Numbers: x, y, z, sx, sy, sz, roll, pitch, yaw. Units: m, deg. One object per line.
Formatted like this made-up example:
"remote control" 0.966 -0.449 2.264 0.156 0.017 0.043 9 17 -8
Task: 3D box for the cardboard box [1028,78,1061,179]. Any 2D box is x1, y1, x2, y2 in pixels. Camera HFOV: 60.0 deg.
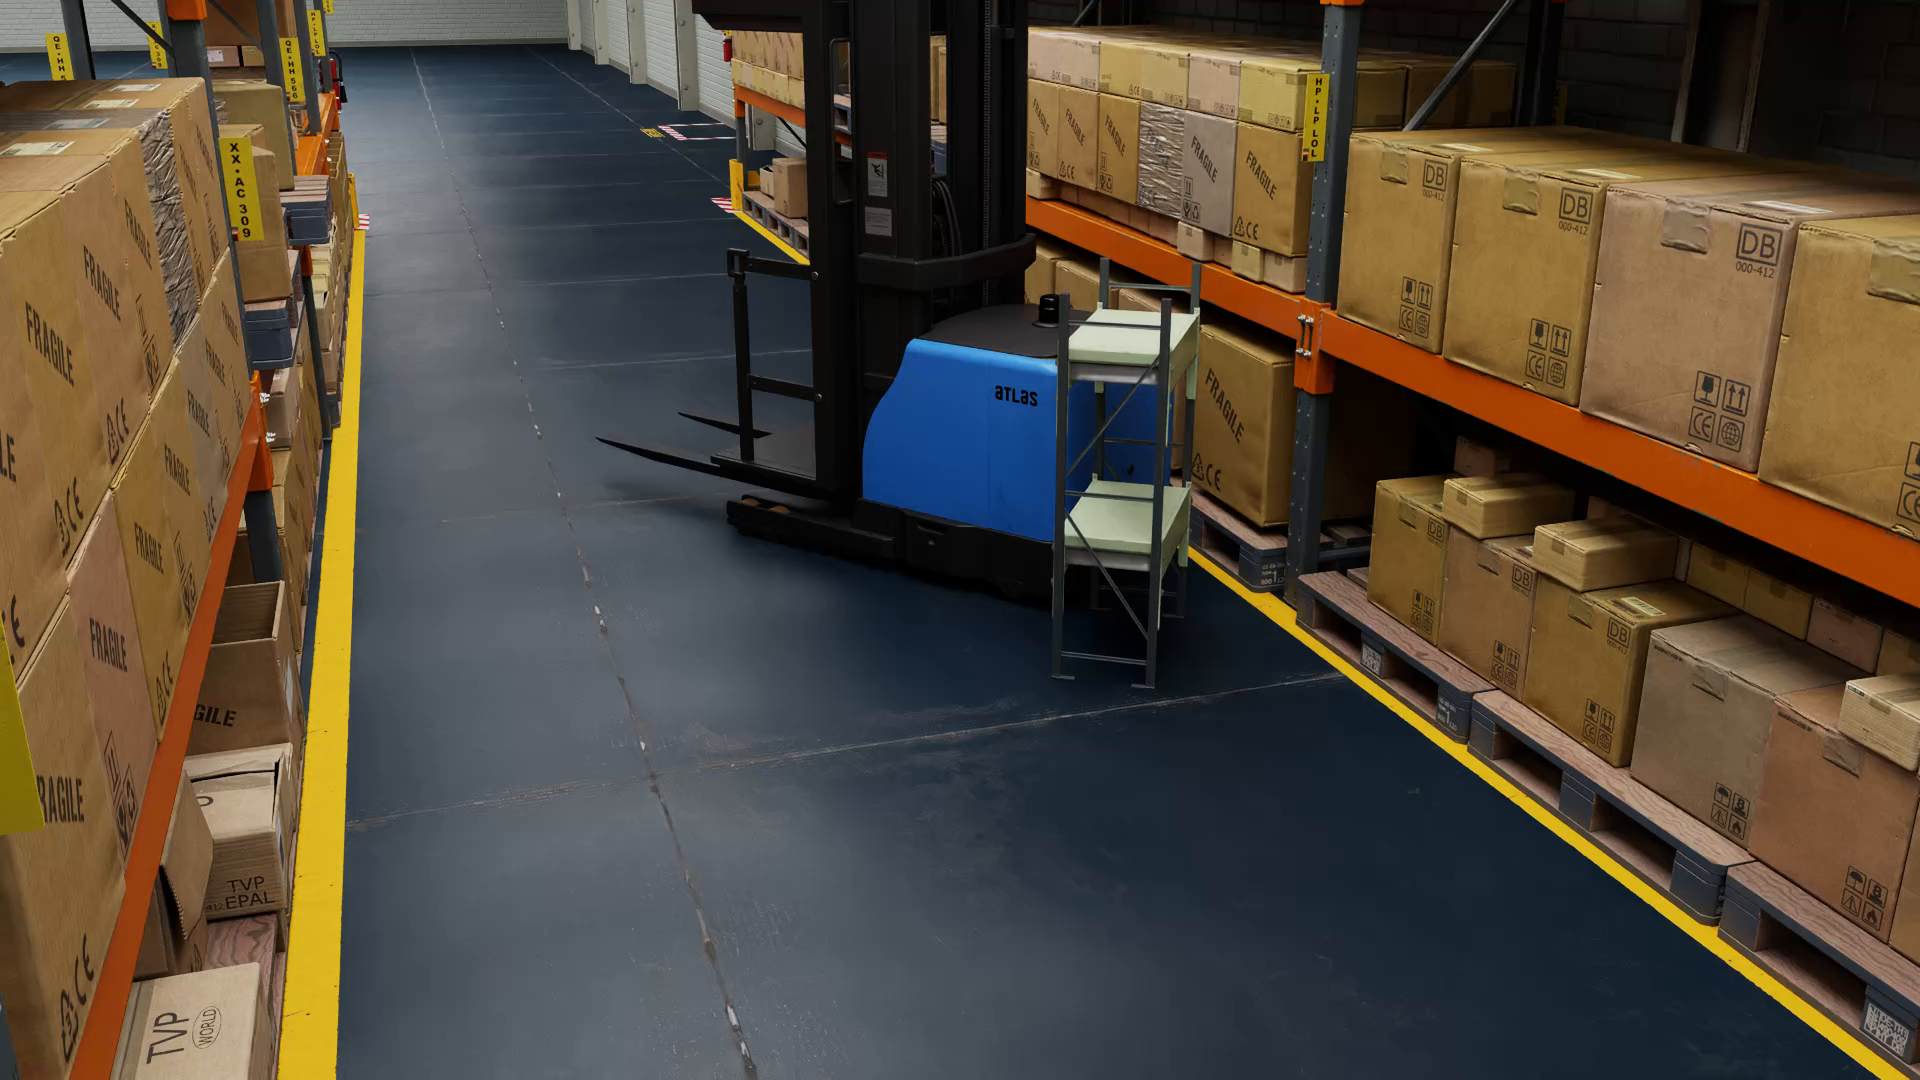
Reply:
"cardboard box" 0.695 -2.309 9.289 0.500 0.500 0.500 -6 21 -15

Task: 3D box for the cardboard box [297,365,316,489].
"cardboard box" -3.392 -0.526 7.991 0.500 0.500 0.500 -7 21 -19

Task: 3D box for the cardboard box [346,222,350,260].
"cardboard box" -5.339 -2.466 13.791 0.500 0.250 0.500 -6 21 -17

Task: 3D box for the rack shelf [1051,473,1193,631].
"rack shelf" 0.650 0.032 6.573 0.431 0.370 0.720 6 20 15

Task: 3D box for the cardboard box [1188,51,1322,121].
"cardboard box" 1.346 -2.018 7.370 0.500 0.250 0.500 -6 21 -16

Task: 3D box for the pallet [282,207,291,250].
"pallet" -3.456 -1.223 7.168 1.003 0.211 1.213 -6 21 -17

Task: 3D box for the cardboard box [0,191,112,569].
"cardboard box" -1.618 -0.225 2.477 0.500 0.500 0.500 -6 21 -17

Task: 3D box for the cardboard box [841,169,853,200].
"cardboard box" -0.991 -3.107 15.177 0.500 0.500 0.500 -8 21 -21

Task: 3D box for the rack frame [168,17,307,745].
"rack frame" -2.814 -0.653 5.298 1.000 3.000 0.127 -6 21 -17

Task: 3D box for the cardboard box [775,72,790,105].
"cardboard box" -1.385 -4.127 15.162 0.500 0.250 0.500 -7 21 -18

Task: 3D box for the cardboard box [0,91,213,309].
"cardboard box" -2.246 -0.872 4.280 0.500 0.500 0.500 -7 21 -18

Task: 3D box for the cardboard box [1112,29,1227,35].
"cardboard box" 1.178 -2.729 9.350 0.500 0.250 0.500 -7 21 -19

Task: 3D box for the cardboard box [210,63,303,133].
"cardboard box" -5.474 -3.409 12.823 0.700 0.500 0.500 -7 21 -19

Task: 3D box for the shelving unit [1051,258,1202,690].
"shelving unit" 0.650 -0.275 6.463 0.431 1.500 0.755 6 20 15

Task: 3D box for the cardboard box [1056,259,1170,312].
"cardboard box" 1.006 -1.119 9.152 0.750 0.750 0.750 -6 21 -17

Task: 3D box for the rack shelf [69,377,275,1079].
"rack shelf" -2.186 0.327 3.632 1.077 0.370 4.000 -6 21 -17

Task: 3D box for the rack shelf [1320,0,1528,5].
"rack shelf" 1.259 -2.896 8.168 1.077 0.370 4.000 -6 21 -17

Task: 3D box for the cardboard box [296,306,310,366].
"cardboard box" -3.533 -1.028 8.278 0.500 0.250 0.500 -6 20 -15

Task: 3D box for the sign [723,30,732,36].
"sign" -2.400 -5.381 17.181 0.100 0.325 0.005 -6 21 -17

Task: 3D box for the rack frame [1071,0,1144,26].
"rack frame" 0.630 -2.464 10.340 1.000 3.000 0.127 -6 21 -17

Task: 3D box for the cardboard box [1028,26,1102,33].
"cardboard box" 0.537 -2.831 9.635 0.500 0.250 0.500 -6 21 -16

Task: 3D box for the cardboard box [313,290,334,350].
"cardboard box" -3.957 -1.304 9.725 0.500 0.311 0.500 -6 21 -15

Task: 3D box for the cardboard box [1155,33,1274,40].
"cardboard box" 1.336 -2.564 8.891 0.500 0.250 0.500 -7 21 -19

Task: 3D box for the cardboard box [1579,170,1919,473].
"cardboard box" 2.504 -0.679 4.925 0.980 0.700 0.700 -7 21 -20

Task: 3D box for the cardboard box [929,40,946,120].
"cardboard box" 0.060 -3.266 11.772 0.700 0.500 0.500 -6 21 -17

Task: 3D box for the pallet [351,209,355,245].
"pallet" -6.306 -2.951 15.819 1.003 0.211 1.213 -6 21 -17

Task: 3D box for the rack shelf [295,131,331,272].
"rack shelf" -4.700 -2.240 10.780 1.077 0.370 4.000 -6 21 -17

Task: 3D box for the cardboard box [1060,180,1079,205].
"cardboard box" 0.784 -1.982 9.338 0.380 0.149 0.250 -7 21 -18

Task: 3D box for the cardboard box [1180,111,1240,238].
"cardboard box" 1.333 -1.661 7.486 0.500 0.500 0.500 -6 21 -17

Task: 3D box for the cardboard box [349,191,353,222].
"cardboard box" -5.968 -3.108 15.578 0.500 0.250 0.500 -6 21 -17

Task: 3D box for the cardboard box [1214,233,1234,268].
"cardboard box" 1.372 -1.317 7.487 0.380 0.149 0.250 -6 21 -16

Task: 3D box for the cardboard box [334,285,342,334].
"cardboard box" -4.446 -1.532 11.190 0.500 0.250 0.500 -6 21 -16

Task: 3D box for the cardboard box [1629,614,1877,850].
"cardboard box" 2.513 0.546 5.036 0.700 0.500 0.500 -7 21 -19

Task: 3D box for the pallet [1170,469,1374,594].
"pallet" 1.573 -0.108 7.905 1.003 0.211 1.213 -6 21 -17

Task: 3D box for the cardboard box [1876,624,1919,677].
"cardboard box" 2.820 0.338 4.654 0.380 0.149 0.250 -6 21 -17

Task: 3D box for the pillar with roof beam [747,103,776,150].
"pillar with roof beam" -6.816 -9.190 20.191 9.100 9.000 0.400 -6 21 -17

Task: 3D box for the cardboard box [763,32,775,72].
"cardboard box" -1.544 -4.648 15.502 0.500 0.500 0.500 -6 21 -16

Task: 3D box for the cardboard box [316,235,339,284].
"cardboard box" -4.605 -1.962 11.558 0.500 0.311 0.500 -6 21 -17

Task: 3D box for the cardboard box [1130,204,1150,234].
"cardboard box" 1.082 -1.649 8.412 0.380 0.149 0.250 -6 21 -15

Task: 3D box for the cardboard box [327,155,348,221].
"cardboard box" -5.492 -2.980 14.113 0.500 0.500 0.500 -6 21 -17

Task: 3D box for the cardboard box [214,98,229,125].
"cardboard box" -3.660 -1.678 7.381 0.700 0.500 0.500 -3 20 -7

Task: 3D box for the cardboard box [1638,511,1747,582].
"cardboard box" 2.497 0.011 5.567 0.380 0.149 0.250 -6 21 -17

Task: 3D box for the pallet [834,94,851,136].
"pallet" -0.525 -3.397 13.220 1.003 0.211 1.213 -6 21 -17

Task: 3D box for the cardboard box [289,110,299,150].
"cardboard box" -4.878 -2.895 11.737 0.396 0.266 0.258 -7 21 -19

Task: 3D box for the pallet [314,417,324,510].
"pallet" -3.873 -0.381 8.665 1.003 0.211 1.213 -6 21 -17

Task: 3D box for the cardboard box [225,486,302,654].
"cardboard box" -2.735 0.135 6.150 0.500 0.500 0.500 -7 21 -20

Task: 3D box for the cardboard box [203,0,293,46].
"cardboard box" -5.474 -4.020 12.604 0.700 0.500 0.500 -6 21 -17

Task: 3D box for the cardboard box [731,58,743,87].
"cardboard box" -2.033 -4.780 16.980 0.500 0.250 0.500 -7 21 -19

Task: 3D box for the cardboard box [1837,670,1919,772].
"cardboard box" 2.535 0.459 4.319 0.380 0.149 0.250 -6 21 -16

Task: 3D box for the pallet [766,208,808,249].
"pallet" -1.259 -3.040 16.067 1.003 0.211 1.213 -6 21 -17

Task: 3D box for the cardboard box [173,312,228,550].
"cardboard box" -2.087 -0.237 3.992 0.500 0.500 0.500 -6 21 -16

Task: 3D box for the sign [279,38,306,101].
"sign" -3.559 -2.505 8.858 0.100 0.325 0.005 -6 21 -17

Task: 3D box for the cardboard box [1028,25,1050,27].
"cardboard box" 0.378 -3.233 10.722 0.380 0.149 0.250 -10 22 -26

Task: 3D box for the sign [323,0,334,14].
"sign" -6.067 -5.214 15.931 0.100 0.325 0.005 -6 21 -17

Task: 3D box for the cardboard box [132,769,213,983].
"cardboard box" -2.219 0.917 3.968 0.797 0.503 0.637 -6 21 -17

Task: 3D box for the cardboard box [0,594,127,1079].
"cardboard box" -1.446 0.413 2.181 0.500 0.500 0.500 -6 21 -16

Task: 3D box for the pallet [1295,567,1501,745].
"pallet" 2.052 0.384 6.535 1.003 0.211 1.213 -6 21 -17

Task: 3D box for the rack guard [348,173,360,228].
"rack guard" -6.594 -3.335 16.463 1.175 0.500 0.348 -6 21 -17

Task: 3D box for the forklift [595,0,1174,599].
"forklift" -0.505 -1.504 7.767 3.031 2.935 1.130 14 24 34
